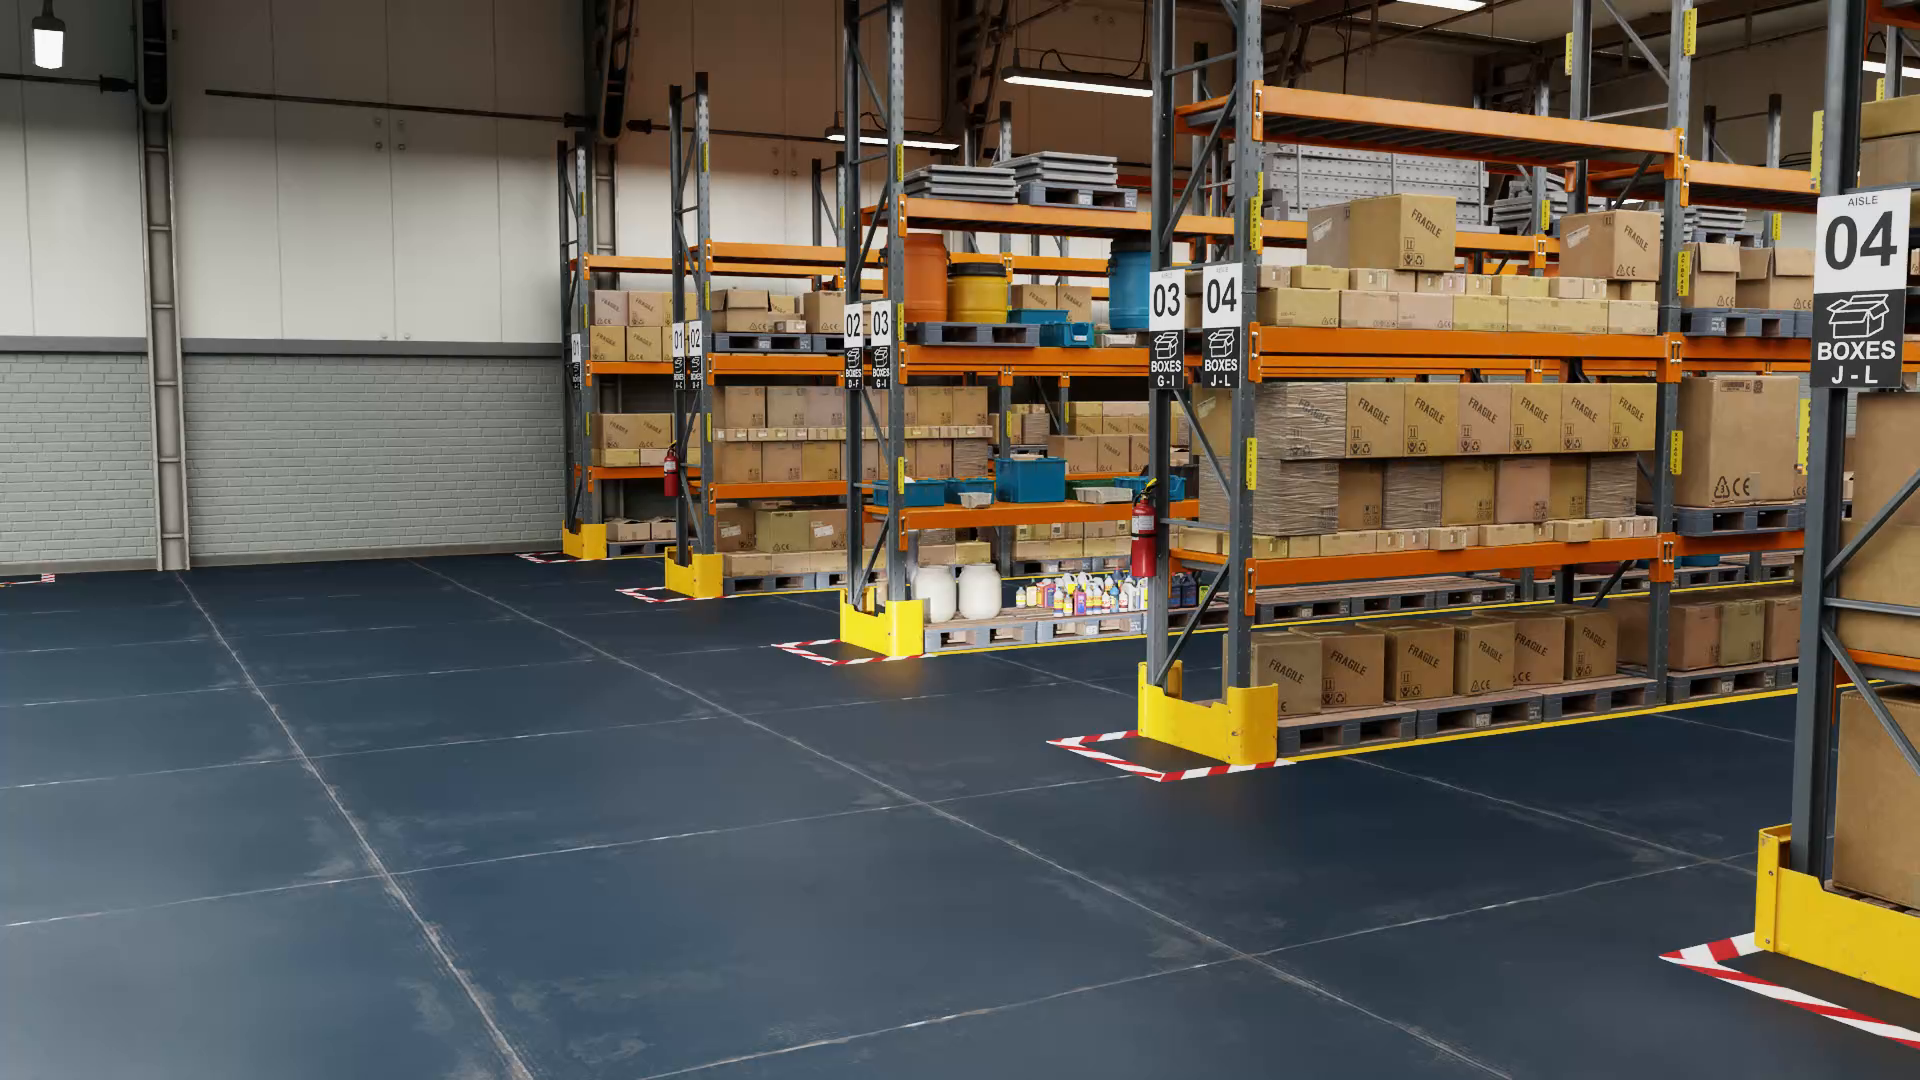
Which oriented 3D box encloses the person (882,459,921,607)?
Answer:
[{"bbox_3d":[-0.642,-0.083,18.448,0.503,1.656,0.396,-3,6,-29],"label":"person"}]
